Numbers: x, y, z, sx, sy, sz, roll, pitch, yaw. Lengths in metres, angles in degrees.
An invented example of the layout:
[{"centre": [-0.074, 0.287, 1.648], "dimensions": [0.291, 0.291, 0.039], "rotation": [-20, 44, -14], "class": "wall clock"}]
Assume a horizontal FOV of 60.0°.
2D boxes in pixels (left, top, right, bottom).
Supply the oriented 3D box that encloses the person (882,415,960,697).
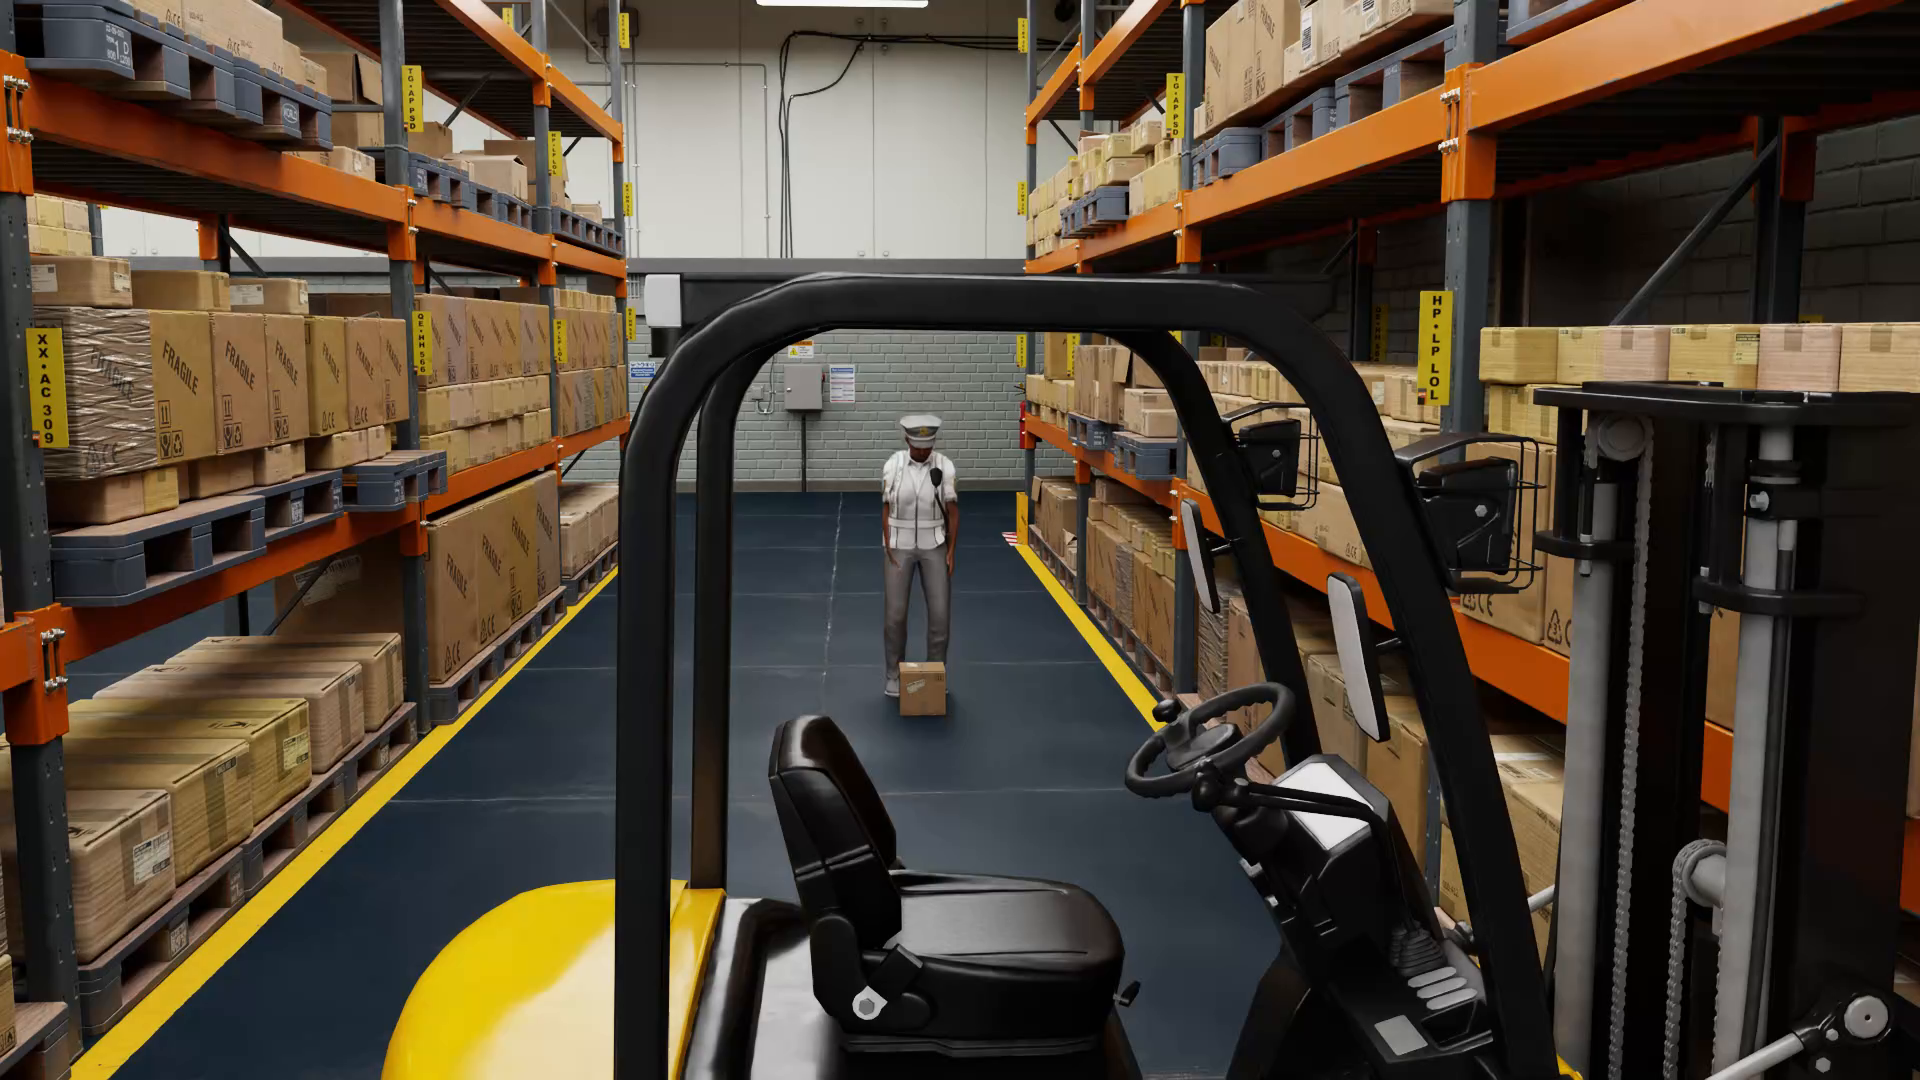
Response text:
[{"centre": [-0.228, 0.090, 9.679], "dimensions": [0.451, 1.637, 0.410], "rotation": [0, 7, -2], "class": "person"}]
